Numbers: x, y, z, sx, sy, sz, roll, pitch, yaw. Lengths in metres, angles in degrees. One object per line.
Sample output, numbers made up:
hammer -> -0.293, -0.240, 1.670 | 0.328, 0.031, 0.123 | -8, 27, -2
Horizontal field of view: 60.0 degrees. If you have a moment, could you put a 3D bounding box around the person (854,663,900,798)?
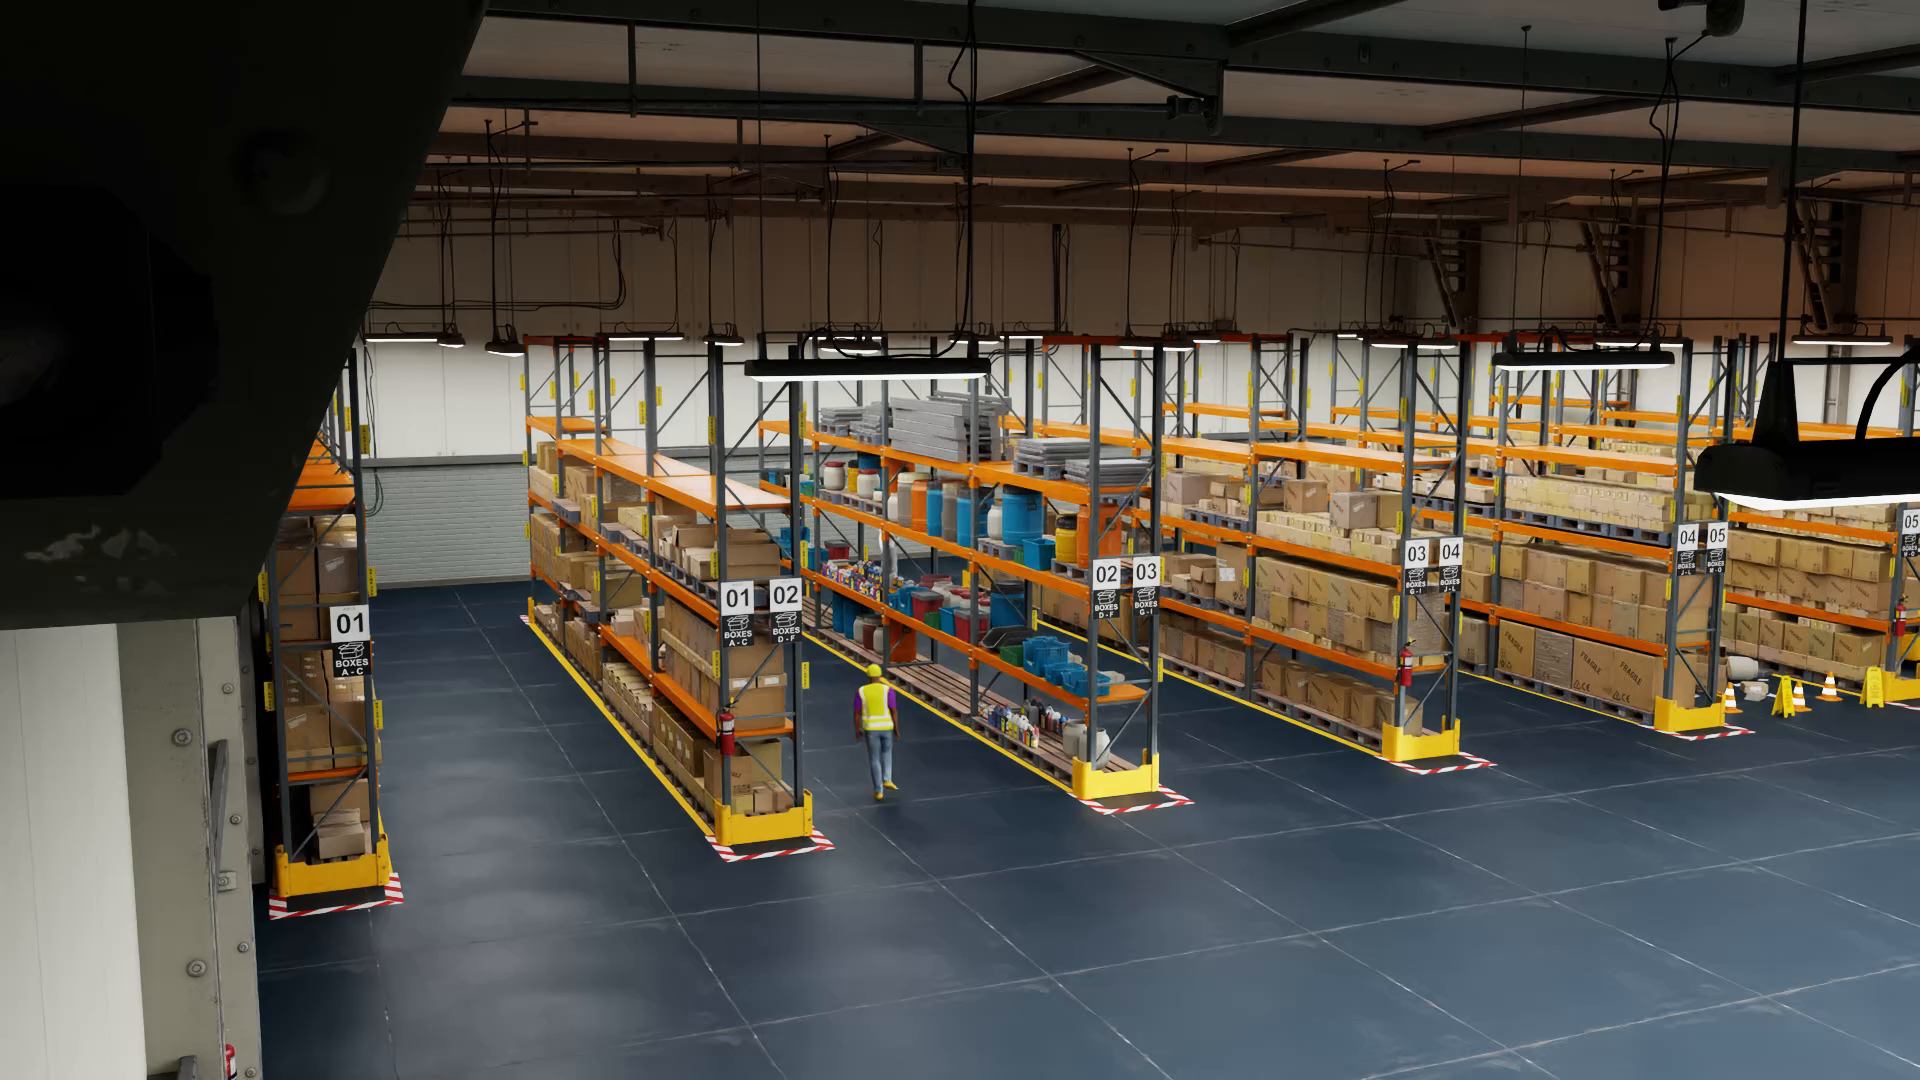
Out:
person -> -1.113, 2.514, 22.109 | 0.591, 1.745, 0.528 | -1, 8, -10

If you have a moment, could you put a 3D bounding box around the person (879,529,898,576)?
person -> -1.723, 0.137, 40.210 | 0.532, 1.567, 0.848 | -3, 8, -19

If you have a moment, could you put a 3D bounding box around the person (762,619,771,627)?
person -> -3.940, 1.059, 33.543 | 0.455, 1.607, 1.049 | -1, 8, -4
